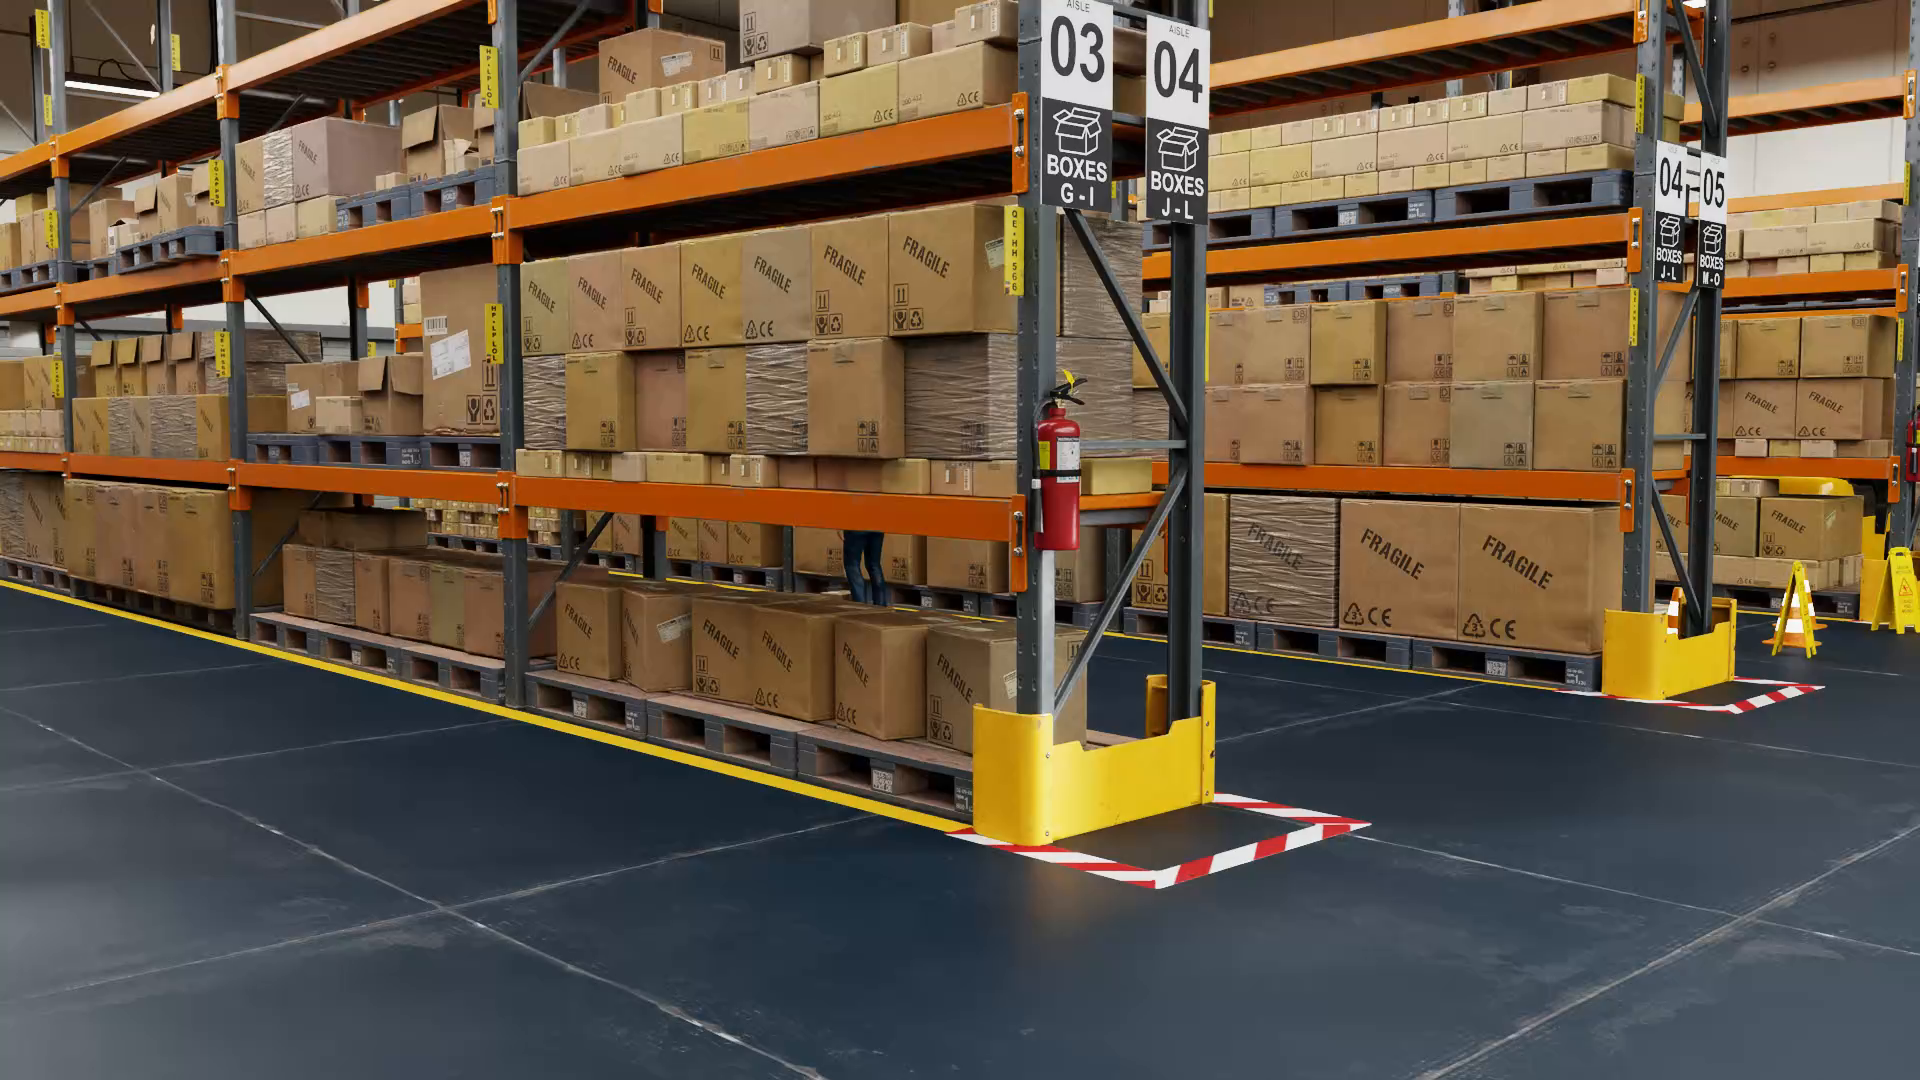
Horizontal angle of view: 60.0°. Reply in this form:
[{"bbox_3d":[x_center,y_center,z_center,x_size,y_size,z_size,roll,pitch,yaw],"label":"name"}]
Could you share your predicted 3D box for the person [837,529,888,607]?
[{"bbox_3d":[-0.757,-0.119,12.932,0.470,1.591,0.350,-4,6,-45],"label":"person"}]
